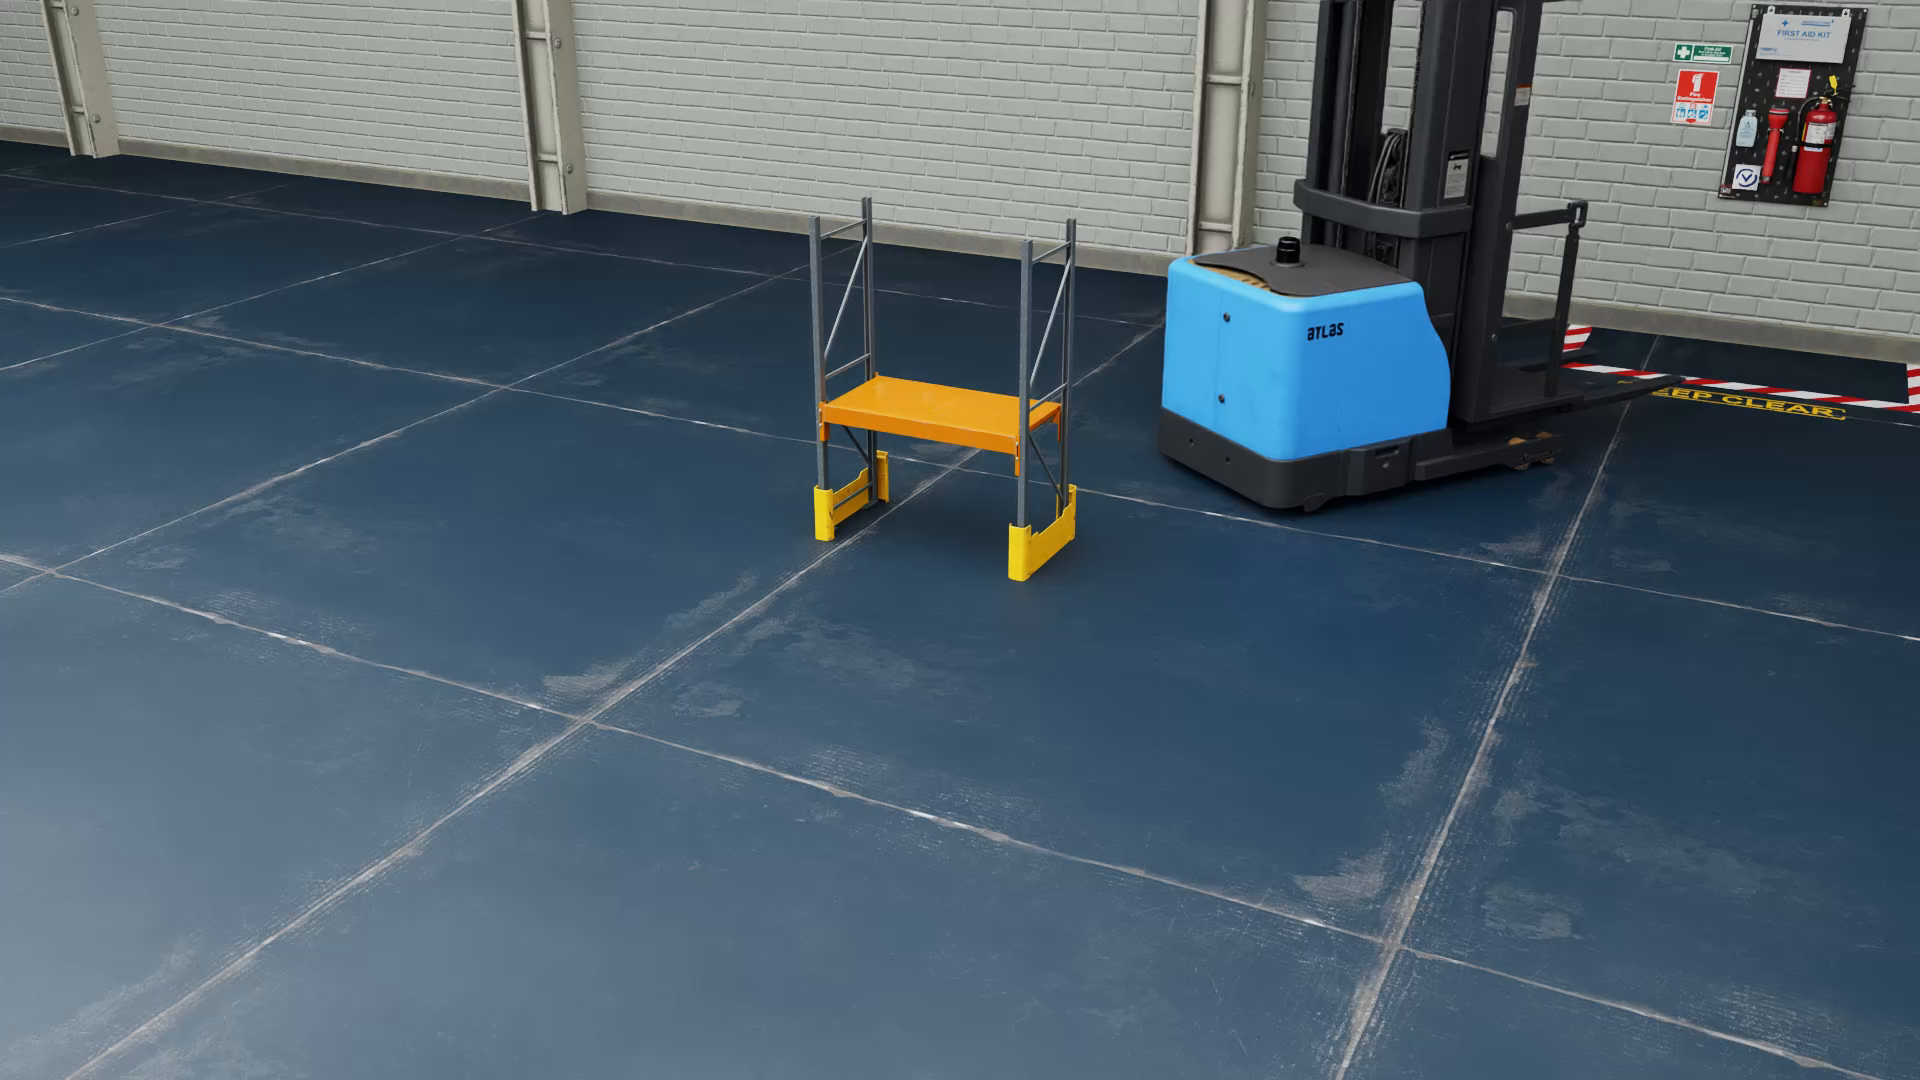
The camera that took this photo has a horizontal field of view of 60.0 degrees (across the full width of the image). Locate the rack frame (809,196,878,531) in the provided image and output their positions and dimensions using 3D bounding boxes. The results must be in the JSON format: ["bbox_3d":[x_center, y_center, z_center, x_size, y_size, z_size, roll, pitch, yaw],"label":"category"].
[{"bbox_3d":[-0.530,-0.795,7.703,0.032,1.500,0.500,11,25,25],"label":"rack frame"}]

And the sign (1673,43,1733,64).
[{"bbox_3d":[4.577,-2.998,10.244,0.331,0.109,0.001,11,25,25],"label":"sign"}]

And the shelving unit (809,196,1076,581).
[{"bbox_3d":[-0.068,-0.704,7.488,1.083,1.500,0.587,11,25,25],"label":"shelving unit"}]

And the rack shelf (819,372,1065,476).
[{"bbox_3d":[-0.076,-0.540,7.562,1.000,0.185,0.538,11,25,25],"label":"rack shelf"}]

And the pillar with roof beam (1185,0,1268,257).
[{"bbox_3d":[-0.085,-4.475,6.774,0.400,9.000,9.100,11,25,25],"label":"pillar with roof beam"}]

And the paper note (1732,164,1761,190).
[{"bbox_3d":[4.897,-2.258,10.353,0.142,0.148,0.016,11,25,25],"label":"paper note"}]

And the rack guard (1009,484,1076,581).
[{"bbox_3d":[0.376,-0.041,7.526,0.087,0.250,0.587,11,25,25],"label":"rack guard"}]

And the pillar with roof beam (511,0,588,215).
[{"bbox_3d":[-5.440,-5.535,9.266,0.400,9.000,9.100,11,25,25],"label":"pillar with roof beam"}]

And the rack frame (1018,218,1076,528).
[{"bbox_3d":[0.378,-0.615,7.281,0.032,1.500,0.500,11,25,25],"label":"rack frame"}]

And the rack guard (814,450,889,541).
[{"bbox_3d":[-0.512,-0.216,7.940,0.087,0.250,0.587,11,25,25],"label":"rack guard"}]

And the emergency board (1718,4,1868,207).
[{"bbox_3d":[5.024,-2.608,10.050,0.643,1.169,0.194,11,25,25],"label":"emergency board"}]

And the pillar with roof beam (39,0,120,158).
[{"bbox_3d":[-10.794,-6.594,11.757,0.400,9.000,9.100,11,25,25],"label":"pillar with roof beam"}]

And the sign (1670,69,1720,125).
[{"bbox_3d":[4.577,-2.758,10.357,0.234,0.329,0.001,11,25,25],"label":"sign"}]

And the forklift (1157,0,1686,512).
[{"bbox_3d":[2.572,-1.878,8.420,3.031,2.935,1.130,-12,26,-26],"label":"forklift"}]
